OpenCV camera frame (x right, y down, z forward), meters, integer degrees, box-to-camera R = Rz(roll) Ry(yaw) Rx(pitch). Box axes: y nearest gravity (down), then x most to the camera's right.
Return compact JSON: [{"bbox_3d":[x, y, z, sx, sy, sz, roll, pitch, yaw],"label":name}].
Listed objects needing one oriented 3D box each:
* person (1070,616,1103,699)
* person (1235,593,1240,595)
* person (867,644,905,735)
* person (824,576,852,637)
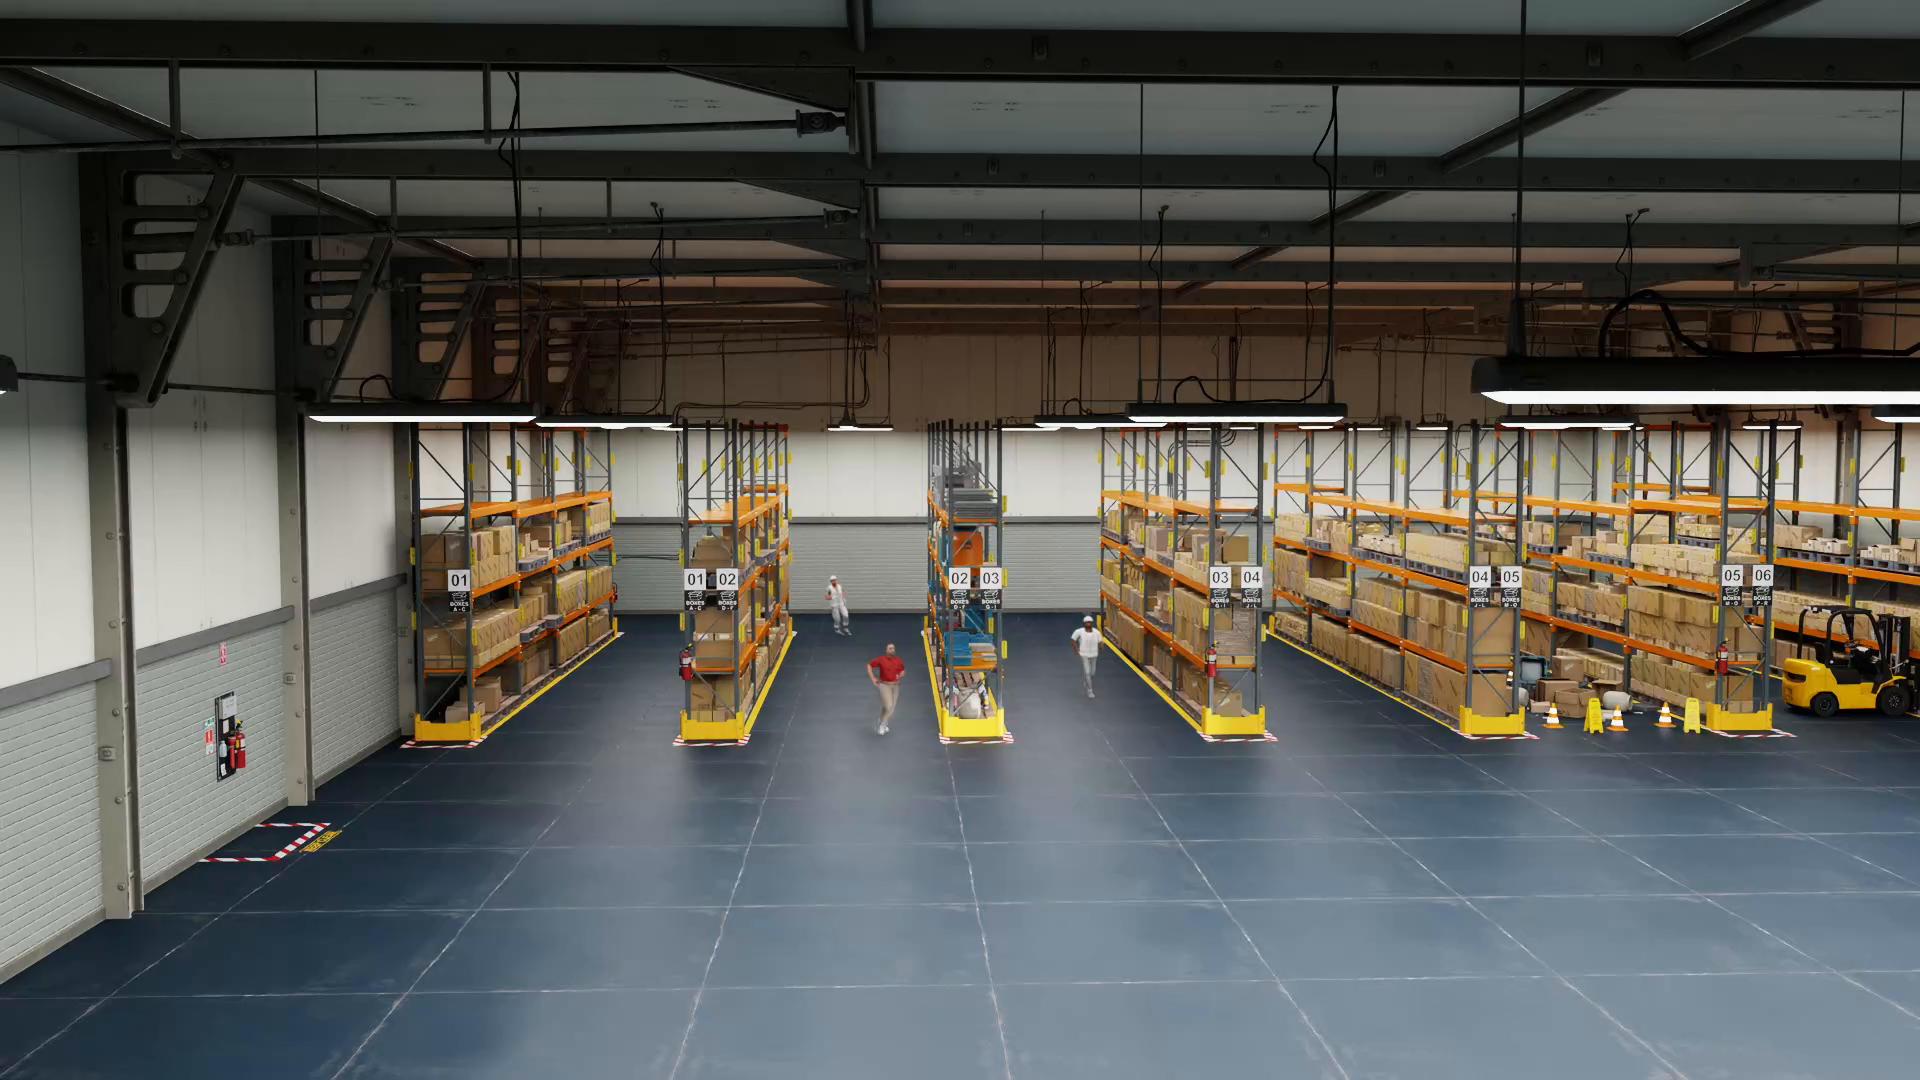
[{"bbox_3d":[2.786,2.533,36.313,0.700,1.762,0.881,-1,4,-14],"label":"person"},{"bbox_3d":[7.920,1.789,48.192,0.563,1.711,0.708,-3,5,-39],"label":"person"},{"bbox_3d":[-1.355,2.854,31.788,0.679,1.742,0.615,-3,5,-36],"label":"person"},{"bbox_3d":[-3.466,1.853,46.718,0.738,1.736,0.675,-2,4,-27],"label":"person"}]
